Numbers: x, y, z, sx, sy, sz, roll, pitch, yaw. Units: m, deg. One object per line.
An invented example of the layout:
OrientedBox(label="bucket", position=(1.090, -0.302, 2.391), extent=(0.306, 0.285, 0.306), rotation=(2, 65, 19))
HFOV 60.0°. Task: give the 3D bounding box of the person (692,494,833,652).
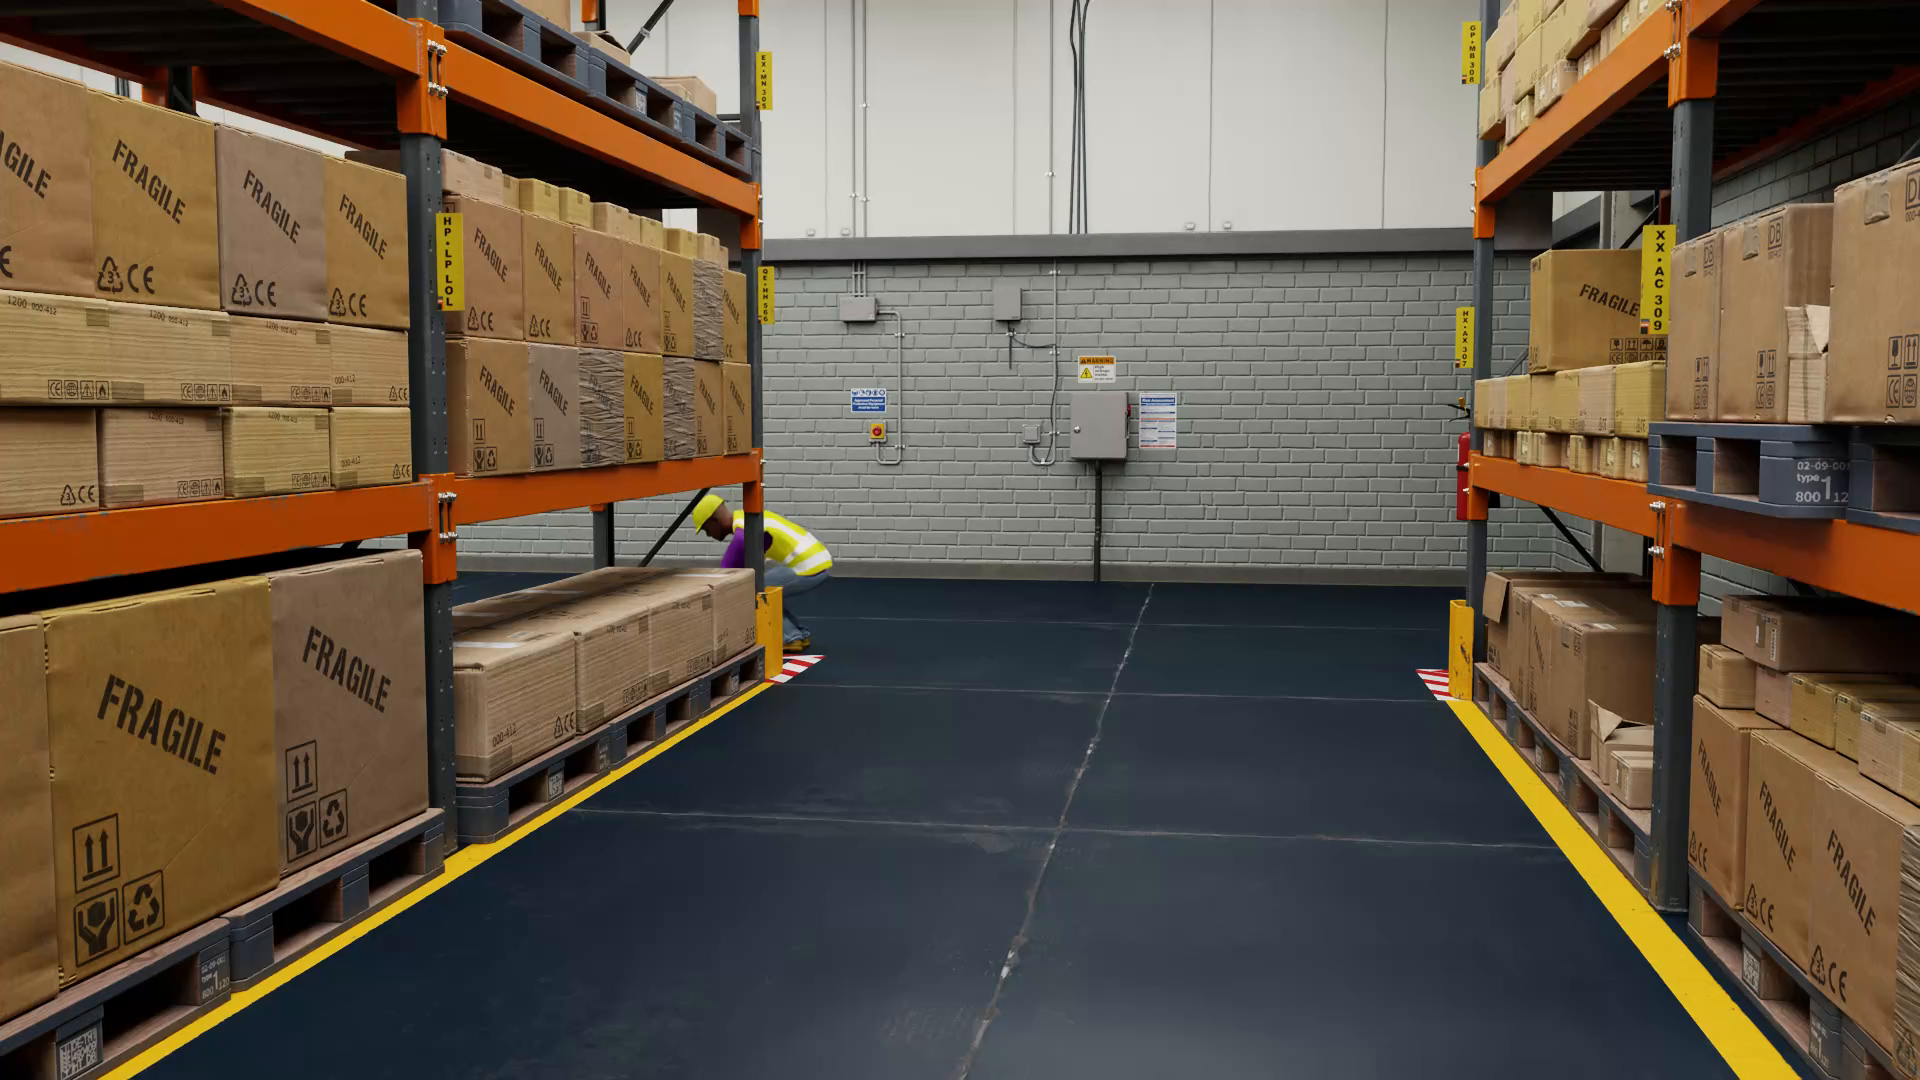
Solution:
OrientedBox(label="person", position=(-1.290, 0.210, 10.724), extent=(0.922, 1.010, 0.537), rotation=(0, 4, 2))
